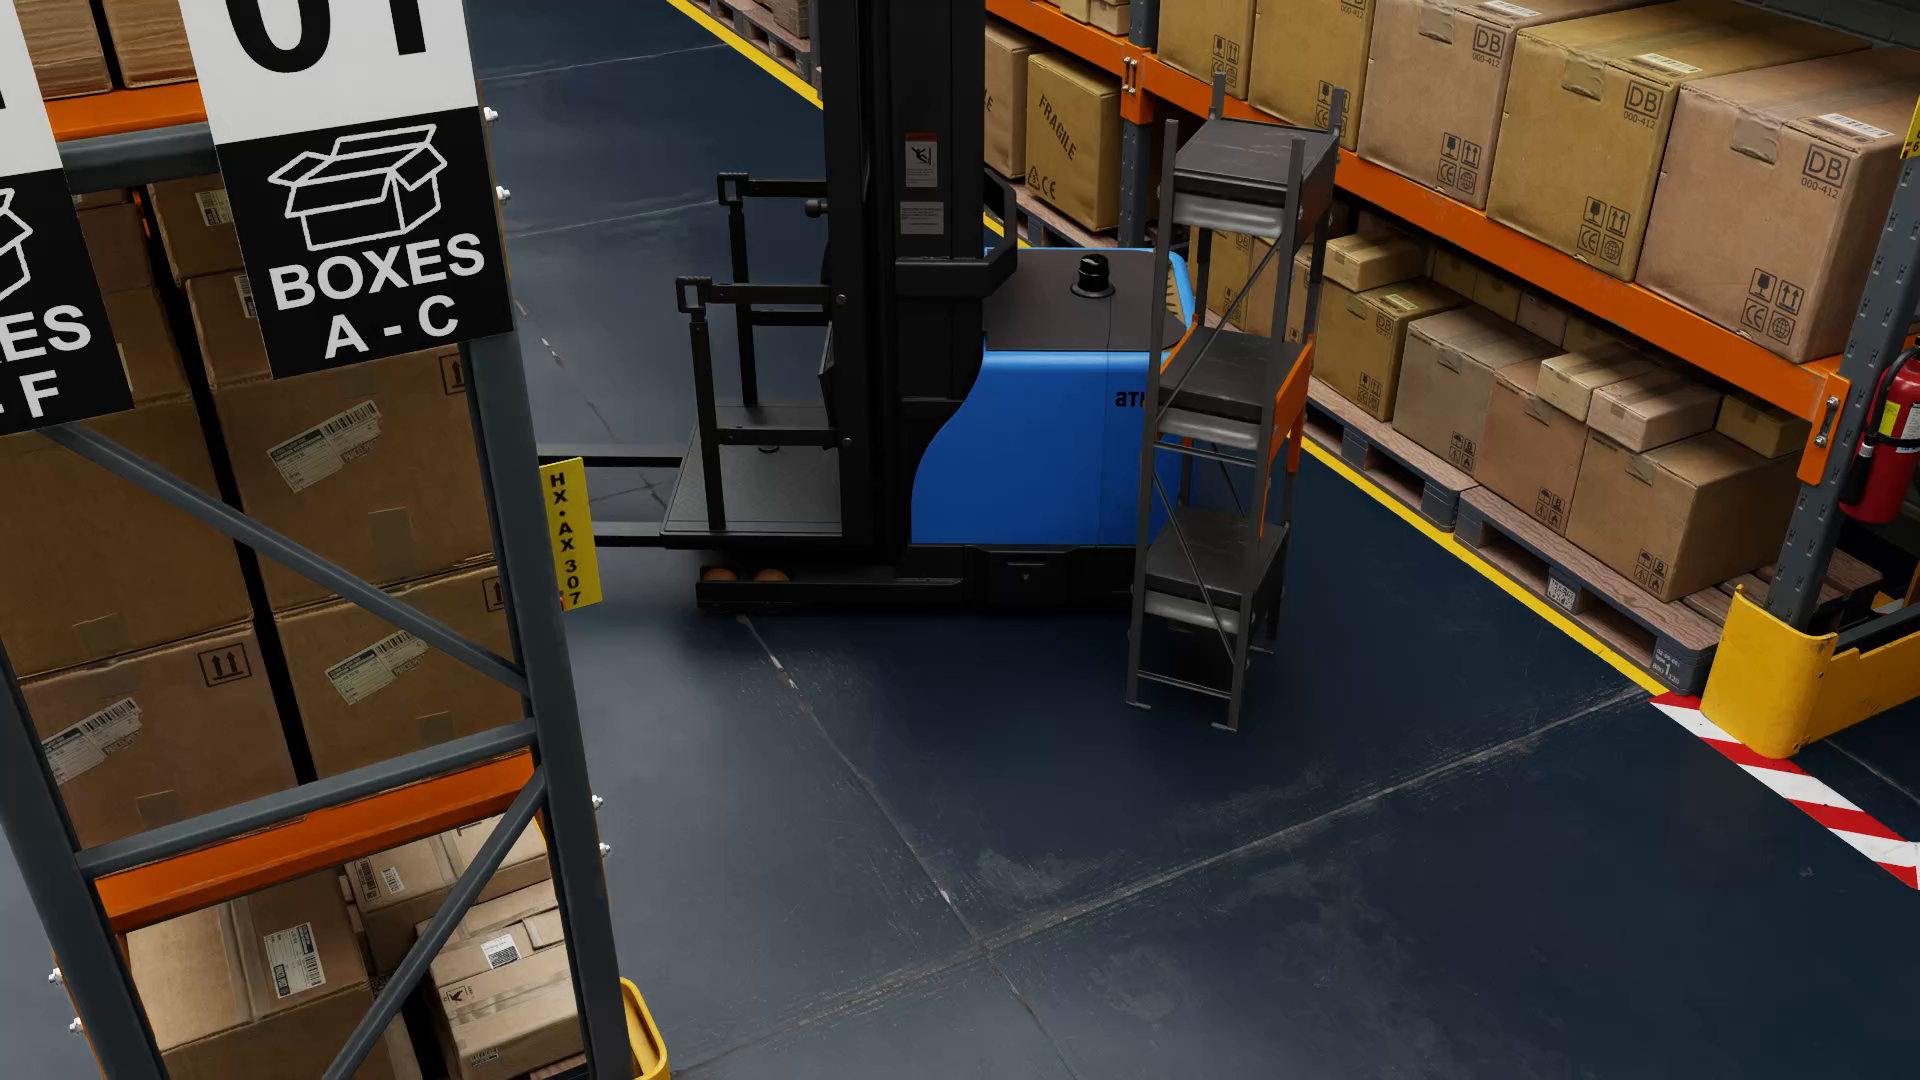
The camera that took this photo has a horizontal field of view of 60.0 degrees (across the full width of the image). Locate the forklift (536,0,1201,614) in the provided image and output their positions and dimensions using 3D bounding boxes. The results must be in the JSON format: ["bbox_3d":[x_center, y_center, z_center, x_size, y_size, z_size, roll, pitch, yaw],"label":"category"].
[{"bbox_3d":[-0.624,-1.240,5.969,3.031,2.935,1.130,1,33,1],"label":"forklift"}]

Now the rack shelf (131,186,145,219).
[{"bbox_3d":[-4.028,-2.065,7.859,1.077,0.370,4.000,-16,36,-23],"label":"rack shelf"}]

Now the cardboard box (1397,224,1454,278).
[{"bbox_3d":[2.139,-1.297,7.321,0.380,0.149,0.250,-15,36,-23],"label":"cardboard box"}]

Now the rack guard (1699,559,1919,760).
[{"bbox_3d":[3.162,0.312,5.800,1.175,0.500,0.348,-16,36,-23],"label":"rack guard"}]

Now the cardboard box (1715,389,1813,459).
[{"bbox_3d":[2.971,-0.449,5.997,0.380,0.149,0.250,-16,36,-23],"label":"cardboard box"}]

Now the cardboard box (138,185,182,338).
[{"bbox_3d":[-2.394,-1.036,5.493,0.500,0.500,0.500,-15,36,-22],"label":"cardboard box"}]

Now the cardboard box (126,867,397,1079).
[{"bbox_3d":[-1.702,1.166,4.060,0.500,0.500,0.500,-16,36,-23],"label":"cardboard box"}]

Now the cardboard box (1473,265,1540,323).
[{"bbox_3d":[2.378,-1.054,6.940,0.380,0.149,0.250,-15,36,-23],"label":"cardboard box"}]

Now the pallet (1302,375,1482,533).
[{"bbox_3d":[2.143,-0.521,7.368,1.003,0.211,1.213,-16,36,-23],"label":"pallet"}]

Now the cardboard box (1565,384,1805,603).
[{"bbox_3d":[2.736,-0.185,6.186,0.700,0.500,0.500,-16,36,-23],"label":"cardboard box"}]

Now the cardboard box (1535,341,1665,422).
[{"bbox_3d":[2.395,-0.596,6.226,0.380,0.149,0.250,-15,36,-22],"label":"cardboard box"}]

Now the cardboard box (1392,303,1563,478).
[{"bbox_3d":[2.267,-0.664,6.933,0.700,0.500,0.500,-17,36,-25],"label":"cardboard box"}]

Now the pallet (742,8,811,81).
[{"bbox_3d":[-0.943,-3.769,12.437,1.003,0.211,1.213,-16,36,-23],"label":"pallet"}]

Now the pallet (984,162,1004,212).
[{"bbox_3d":[0.286,-2.419,10.330,1.003,0.211,1.213,-16,36,-23],"label":"pallet"}]

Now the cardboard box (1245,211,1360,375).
[{"bbox_3d":[1.775,-1.162,7.711,0.700,0.500,0.500,-16,36,-24],"label":"cardboard box"}]

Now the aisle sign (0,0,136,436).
[{"bbox_3d":[-1.469,-0.489,2.323,0.394,0.787,0.004,-16,36,-23],"label":"aisle sign"}]

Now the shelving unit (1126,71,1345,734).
[{"bbox_3d":[0.866,-0.386,5.406,0.431,2.100,0.503,13,35,20],"label":"shelving unit"}]

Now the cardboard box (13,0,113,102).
[{"bbox_3d":[-1.703,-0.883,2.706,0.500,0.250,0.500,-16,36,-23],"label":"cardboard box"}]

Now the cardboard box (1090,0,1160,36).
[{"bbox_3d":[0.877,-2.654,8.326,0.380,0.149,0.250,-16,36,-23],"label":"cardboard box"}]

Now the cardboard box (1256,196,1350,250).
[{"bbox_3d":[1.542,-1.466,7.585,0.380,0.149,0.250,-15,35,-22],"label":"cardboard box"}]

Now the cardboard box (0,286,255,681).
[{"bbox_3d":[-1.681,-0.111,3.122,0.500,0.500,0.500,-16,36,-24],"label":"cardboard box"}]

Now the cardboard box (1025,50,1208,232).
[{"bbox_3d":[0.867,-2.210,9.022,0.750,0.750,0.750,-15,36,-23],"label":"cardboard box"}]

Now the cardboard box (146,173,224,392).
[{"bbox_3d":[-1.683,-0.733,4.094,0.500,0.500,0.500,-15,36,-22],"label":"cardboard box"}]

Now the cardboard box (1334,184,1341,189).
[{"bbox_3d":[1.651,-1.795,8.097,0.380,0.149,0.250,-16,36,-23],"label":"cardboard box"}]

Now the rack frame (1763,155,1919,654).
[{"bbox_3d":[3.150,-0.752,5.143,1.000,3.000,0.127,-16,36,-23],"label":"rack frame"}]

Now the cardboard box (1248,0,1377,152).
[{"bbox_3d":[1.859,-2.174,7.085,0.980,0.700,0.700,-17,36,-24],"label":"cardboard box"}]

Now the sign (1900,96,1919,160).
[{"bbox_3d":[2.664,-1.209,4.564,0.100,0.325,0.005,-16,36,-23],"label":"sign"}]

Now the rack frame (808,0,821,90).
[{"bbox_3d":[-0.580,-4.570,11.102,1.000,3.000,0.127,-16,36,-23],"label":"rack frame"}]

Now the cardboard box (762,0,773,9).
[{"bbox_3d":[-1.099,-4.308,12.603,0.700,0.500,0.500,-16,36,-23],"label":"cardboard box"}]

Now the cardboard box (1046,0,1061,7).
[{"bbox_3d":[0.658,-2.903,8.715,0.380,0.149,0.250,-15,35,-22],"label":"cardboard box"}]

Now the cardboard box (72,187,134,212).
[{"bbox_3d":[-2.163,-0.598,3.883,0.500,0.500,0.500,-15,36,-22],"label":"cardboard box"}]

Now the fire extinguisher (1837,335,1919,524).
[{"bbox_3d":[2.812,-0.374,4.971,0.296,0.674,0.183,-16,36,-23],"label":"fire extinguisher"}]

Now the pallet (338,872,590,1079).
[{"bbox_3d":[-1.638,1.254,4.598,1.003,0.211,1.213,-16,36,-23],"label":"pallet"}]

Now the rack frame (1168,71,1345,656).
[{"bbox_3d":[0.964,-0.507,5.594,0.400,2.100,0.015,13,35,20],"label":"rack frame"}]

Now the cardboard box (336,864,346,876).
[{"bbox_3d":[-2.118,0.810,4.846,0.500,0.250,0.500,-16,36,-23],"label":"cardboard box"}]

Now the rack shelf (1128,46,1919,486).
[{"bbox_3d":[2.218,-1.404,6.827,1.077,0.370,4.000,-16,36,-23],"label":"rack shelf"}]

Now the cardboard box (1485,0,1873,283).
[{"bbox_3d":[2.555,-1.464,5.976,0.980,0.700,0.700,-16,36,-23],"label":"cardboard box"}]

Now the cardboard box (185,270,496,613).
[{"bbox_3d":[-1.204,-0.245,3.333,0.500,0.500,0.500,-15,35,-22],"label":"cardboard box"}]

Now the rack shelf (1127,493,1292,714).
[{"bbox_3d":[0.866,0.215,5.791,0.431,0.518,0.480,13,35,20],"label":"rack shelf"}]

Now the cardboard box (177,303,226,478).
[{"bbox_3d":[-1.912,-0.549,4.733,0.500,0.500,0.500,-15,36,-22],"label":"cardboard box"}]

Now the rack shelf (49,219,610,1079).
[{"bbox_3d":[-2.163,-0.156,4.879,1.077,0.370,4.000,-16,36,-23],"label":"rack shelf"}]

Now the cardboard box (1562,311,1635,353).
[{"bbox_3d":[2.618,-0.810,6.560,0.380,0.149,0.250,-16,36,-23],"label":"cardboard box"}]

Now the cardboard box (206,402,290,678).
[{"bbox_3d":[-1.449,-0.069,3.985,0.500,0.500,0.500,-16,36,-24],"label":"cardboard box"}]

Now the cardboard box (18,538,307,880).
[{"bbox_3d":[-1.680,0.308,3.395,0.500,0.500,0.500,-15,35,-22],"label":"cardboard box"}]

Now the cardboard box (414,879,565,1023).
[{"bbox_3d":[-1.238,1.098,4.474,0.380,0.166,0.250,-16,36,-23],"label":"cardboard box"}]
